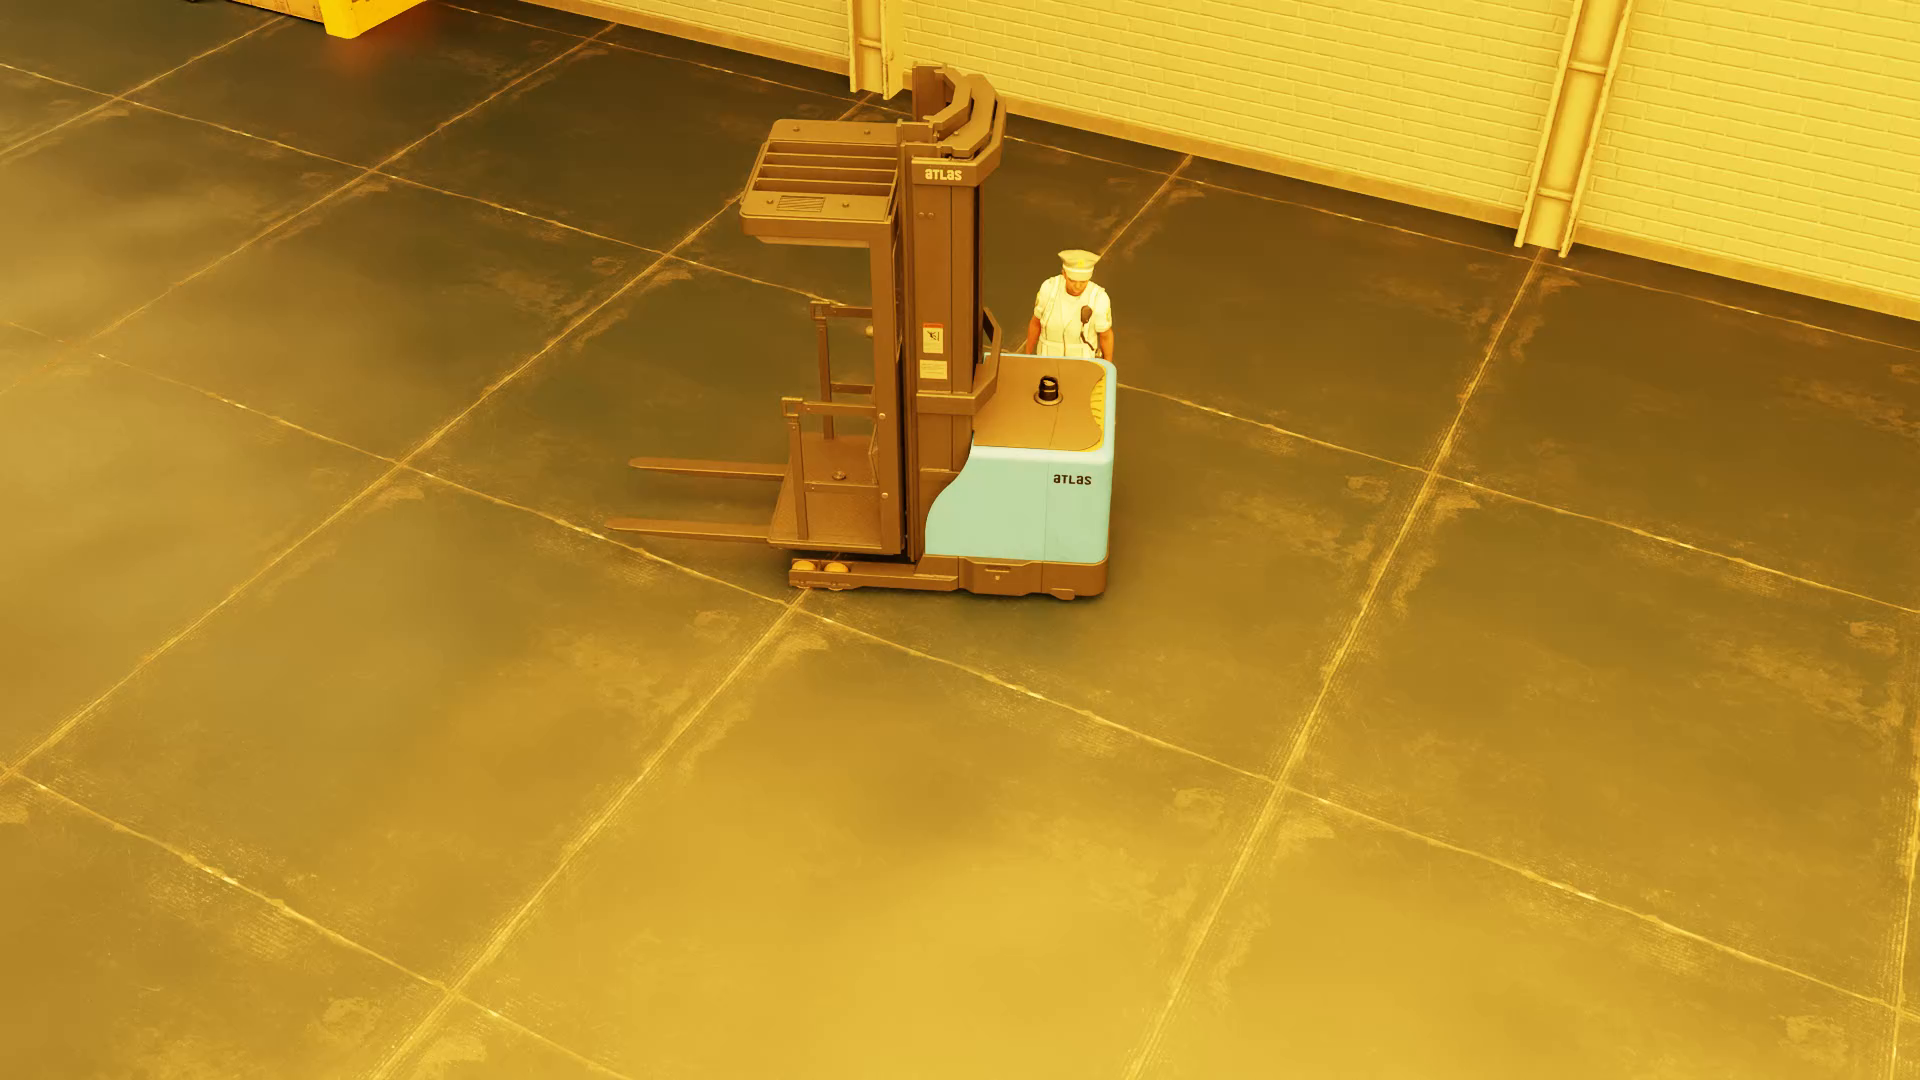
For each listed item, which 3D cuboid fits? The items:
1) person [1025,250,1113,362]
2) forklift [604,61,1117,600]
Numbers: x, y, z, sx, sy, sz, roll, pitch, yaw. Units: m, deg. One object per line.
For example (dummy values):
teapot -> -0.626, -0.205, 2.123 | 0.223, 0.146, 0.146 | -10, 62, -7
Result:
person -> 0.619, -1.003, 10.139 | 0.571, 1.677, 0.567 | 9, 41, 10
forklift -> -0.606, -1.157, 9.360 | 3.031, 2.935, 1.130 | 3, 40, 4
